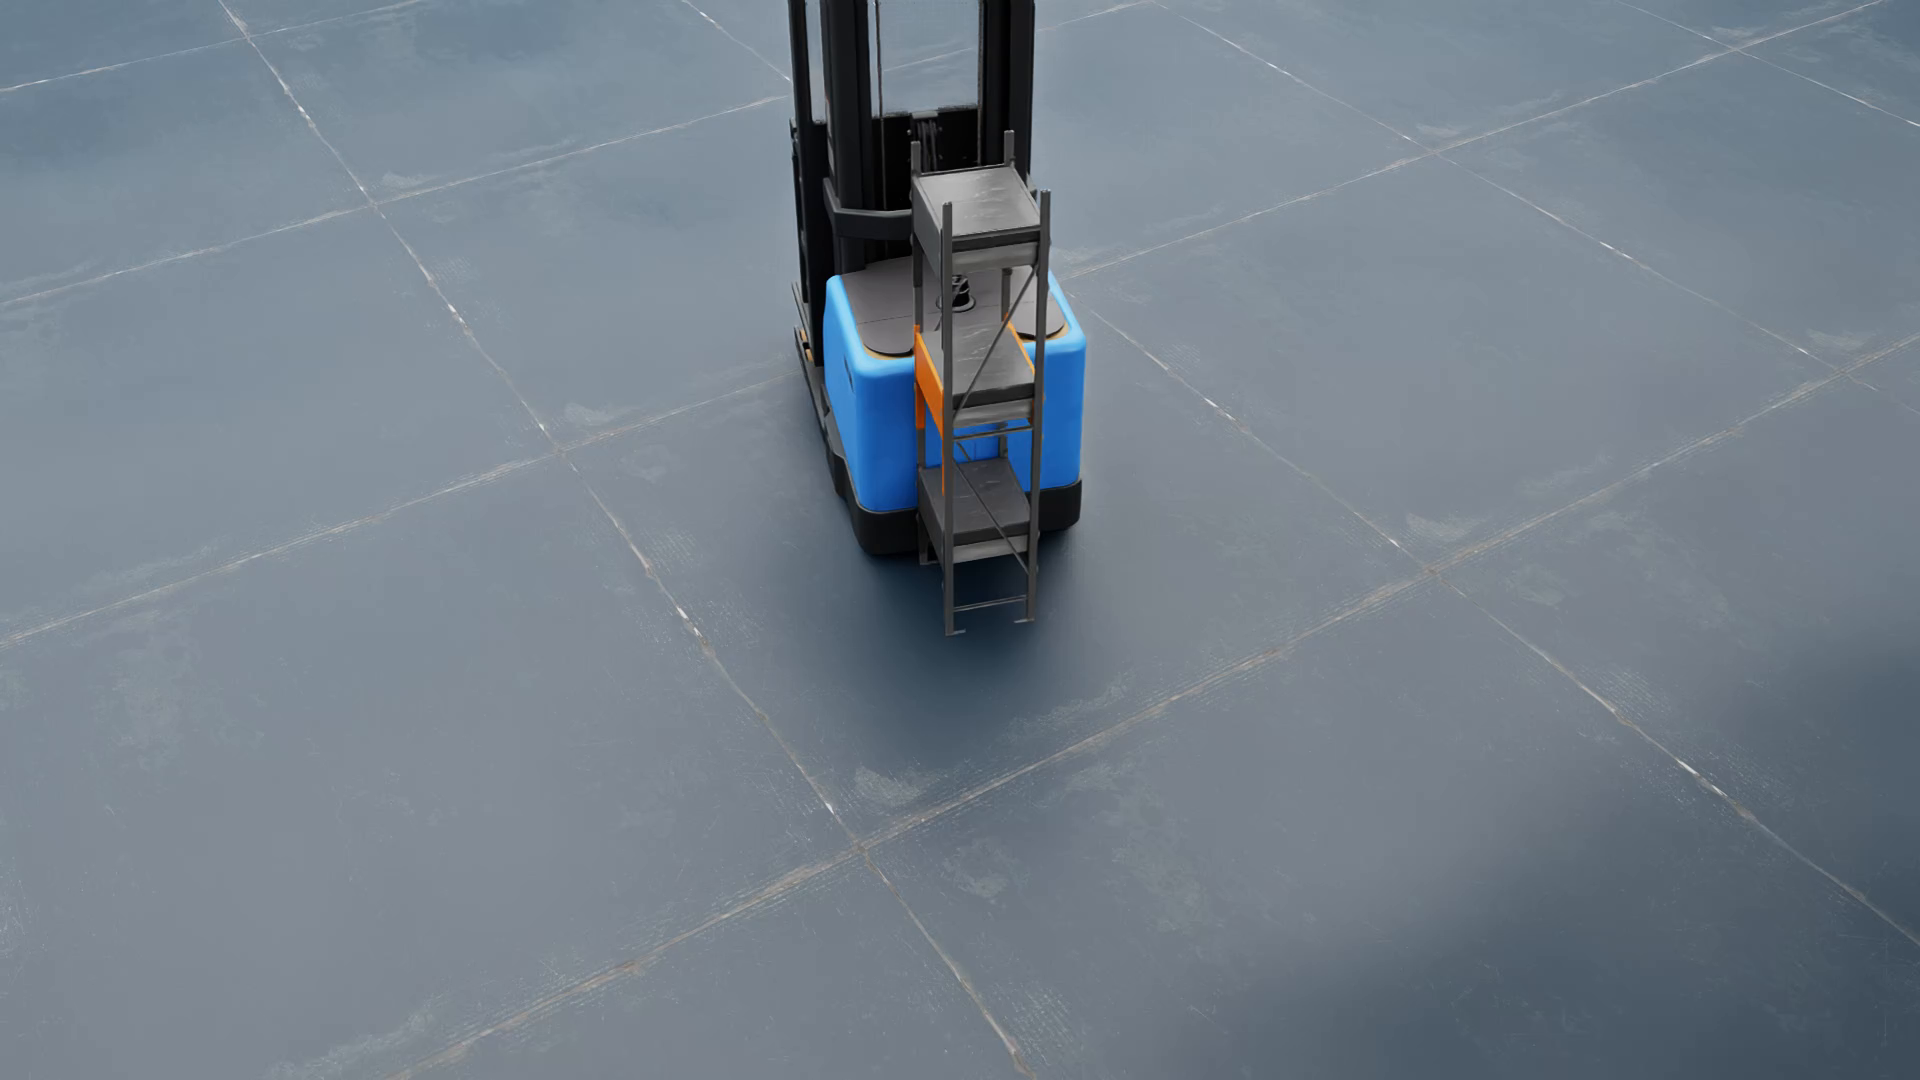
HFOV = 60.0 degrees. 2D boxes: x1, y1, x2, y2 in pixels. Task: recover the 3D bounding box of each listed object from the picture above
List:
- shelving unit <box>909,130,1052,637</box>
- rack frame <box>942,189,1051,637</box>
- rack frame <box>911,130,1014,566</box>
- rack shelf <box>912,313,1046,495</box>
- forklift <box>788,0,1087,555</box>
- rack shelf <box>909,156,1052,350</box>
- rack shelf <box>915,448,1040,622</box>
[{"bbox_3d":[0.071,-0.571,6.795,0.431,2.100,0.503,-9,41,-11],"label":"shelving unit"},{"bbox_3d":[0.132,-0.420,6.614,0.400,2.100,0.015,-9,41,-11],"label":"rack frame"},{"bbox_3d":[0.011,-0.723,6.977,0.400,2.100,0.015,-9,41,-11],"label":"rack frame"},{"bbox_3d":[0.071,-0.561,6.804,0.431,0.518,0.480,-9,41,-11],"label":"rack shelf"},{"bbox_3d":[-0.263,-2.010,7.873,1.130,2.935,3.031,-8,41,-10],"label":"forklift"},{"bbox_3d":[0.071,-1.099,6.356,0.431,0.518,0.480,-9,41,-11],"label":"rack shelf"},{"bbox_3d":[0.071,-0.023,7.252,0.431,0.518,0.480,-9,41,-11],"label":"rack shelf"}]
